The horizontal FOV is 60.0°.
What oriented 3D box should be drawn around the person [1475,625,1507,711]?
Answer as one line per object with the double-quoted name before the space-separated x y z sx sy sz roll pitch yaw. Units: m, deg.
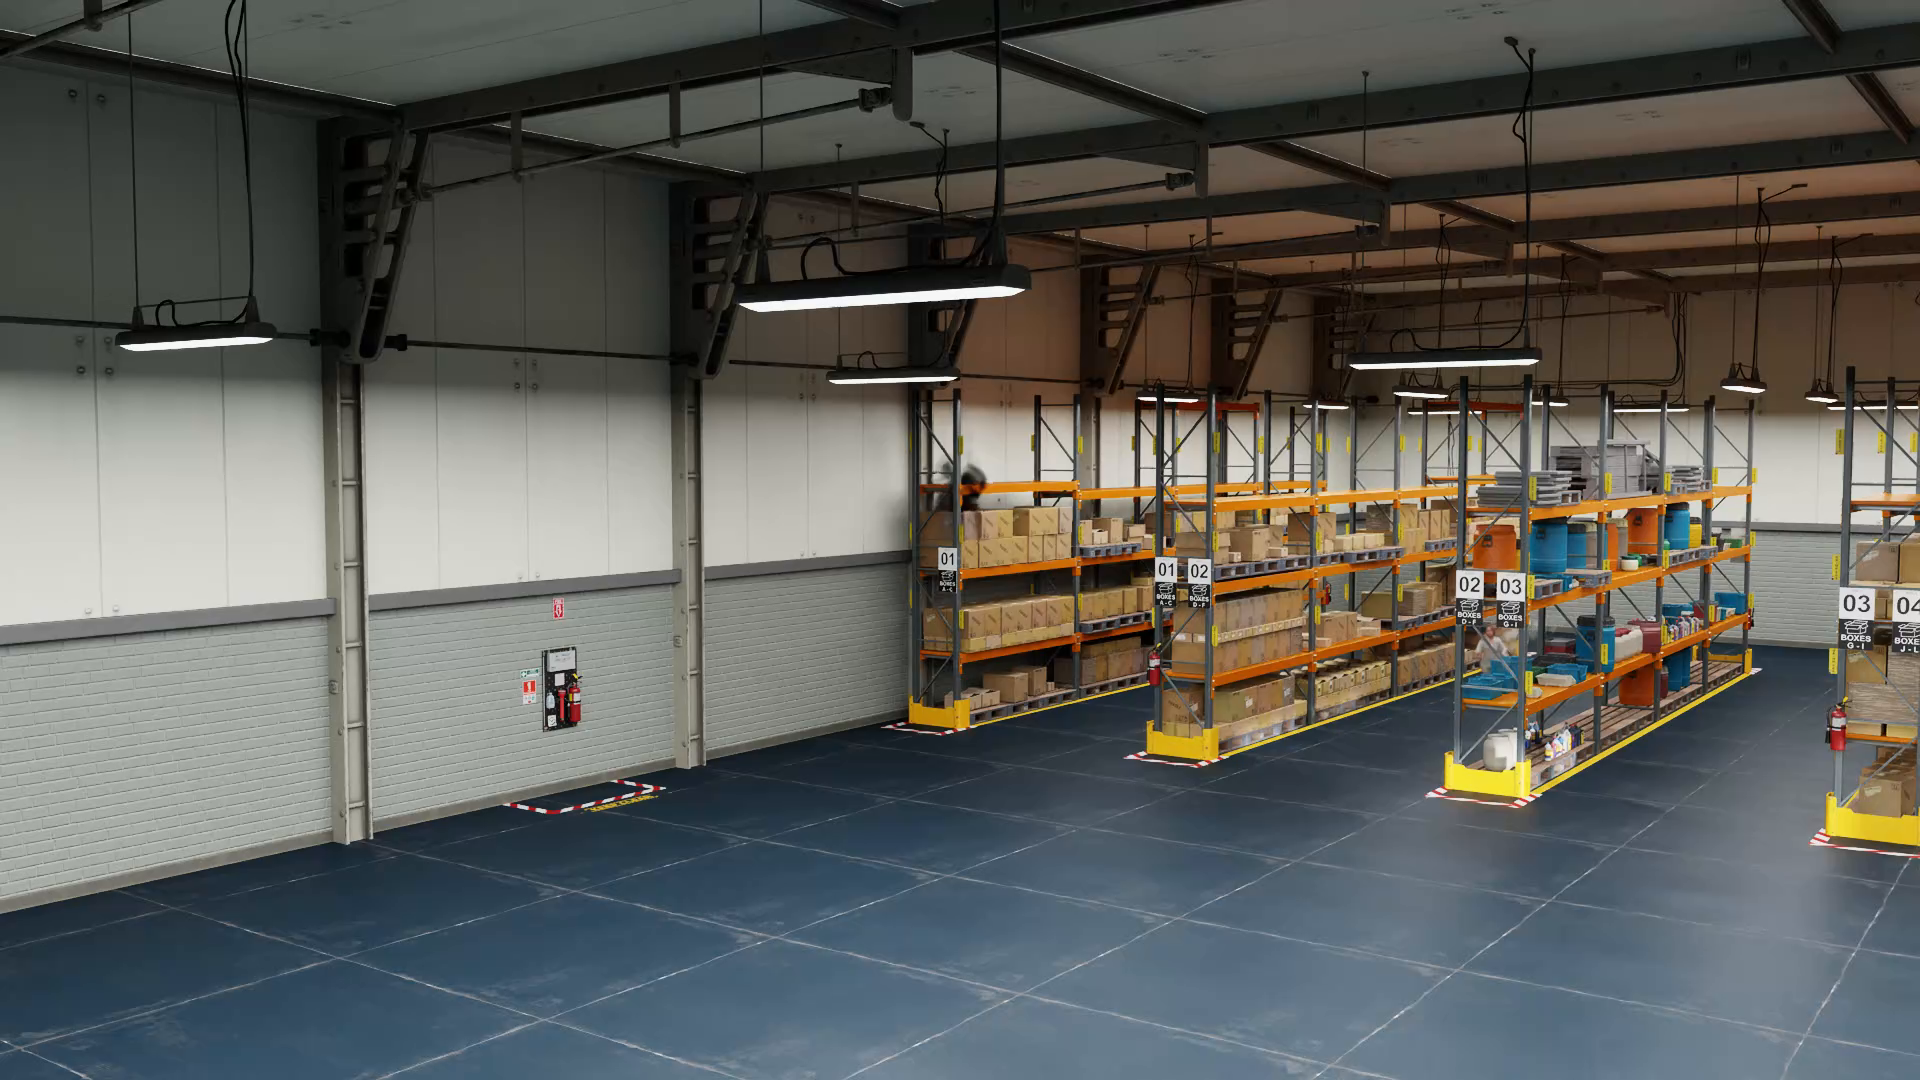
"person" 10.035 2.411 31.503 0.525 1.607 0.678 2 4 30
